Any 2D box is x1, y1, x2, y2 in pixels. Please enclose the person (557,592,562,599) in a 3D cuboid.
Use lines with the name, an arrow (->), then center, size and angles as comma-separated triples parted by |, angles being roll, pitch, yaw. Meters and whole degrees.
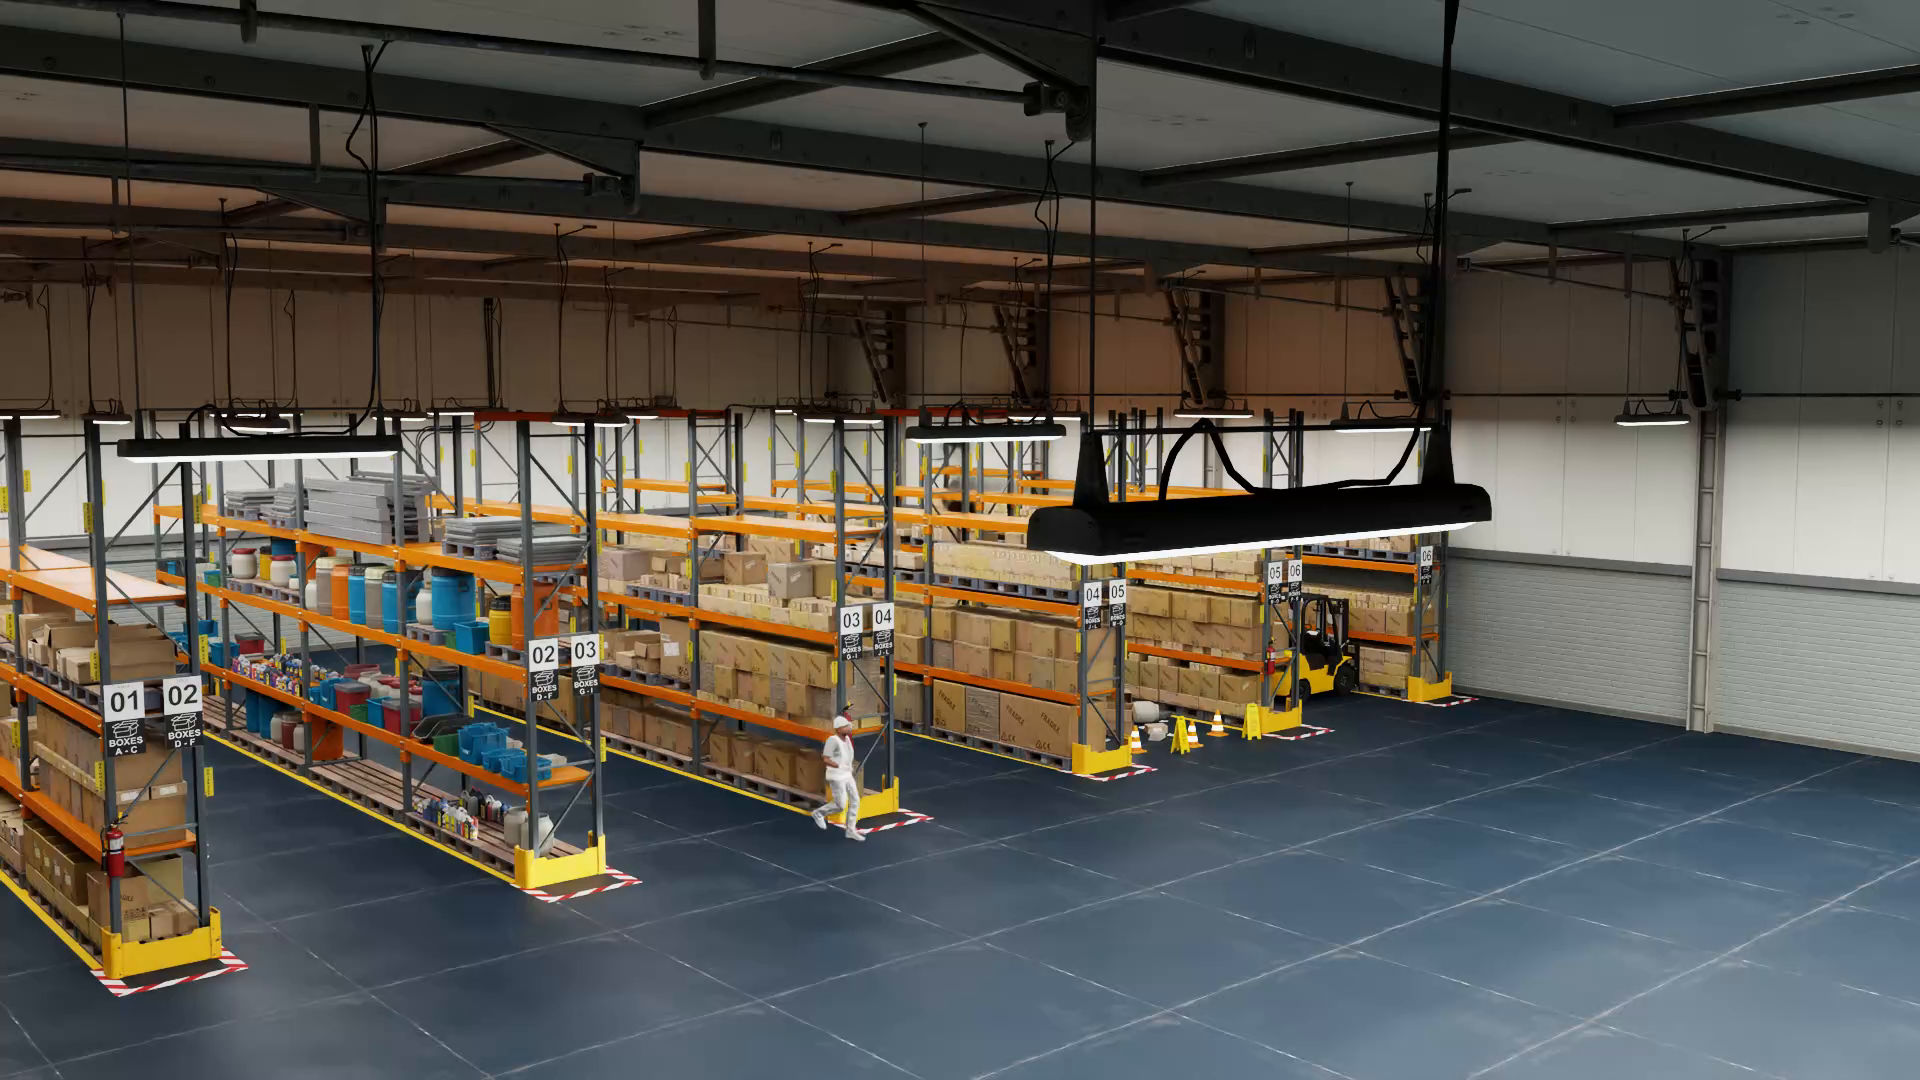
person -> -9.535, 2.031, 39.223 | 0.724, 1.736, 0.601 | 1, 5, 7

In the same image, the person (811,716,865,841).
person -> -1.738, 3.386, 23.679 | 0.822, 1.777, 0.720 | 2, 5, 24

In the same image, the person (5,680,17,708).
person -> -18.154, 2.716, 31.655 | 0.720, 1.693, 0.748 | 1, 5, 14
